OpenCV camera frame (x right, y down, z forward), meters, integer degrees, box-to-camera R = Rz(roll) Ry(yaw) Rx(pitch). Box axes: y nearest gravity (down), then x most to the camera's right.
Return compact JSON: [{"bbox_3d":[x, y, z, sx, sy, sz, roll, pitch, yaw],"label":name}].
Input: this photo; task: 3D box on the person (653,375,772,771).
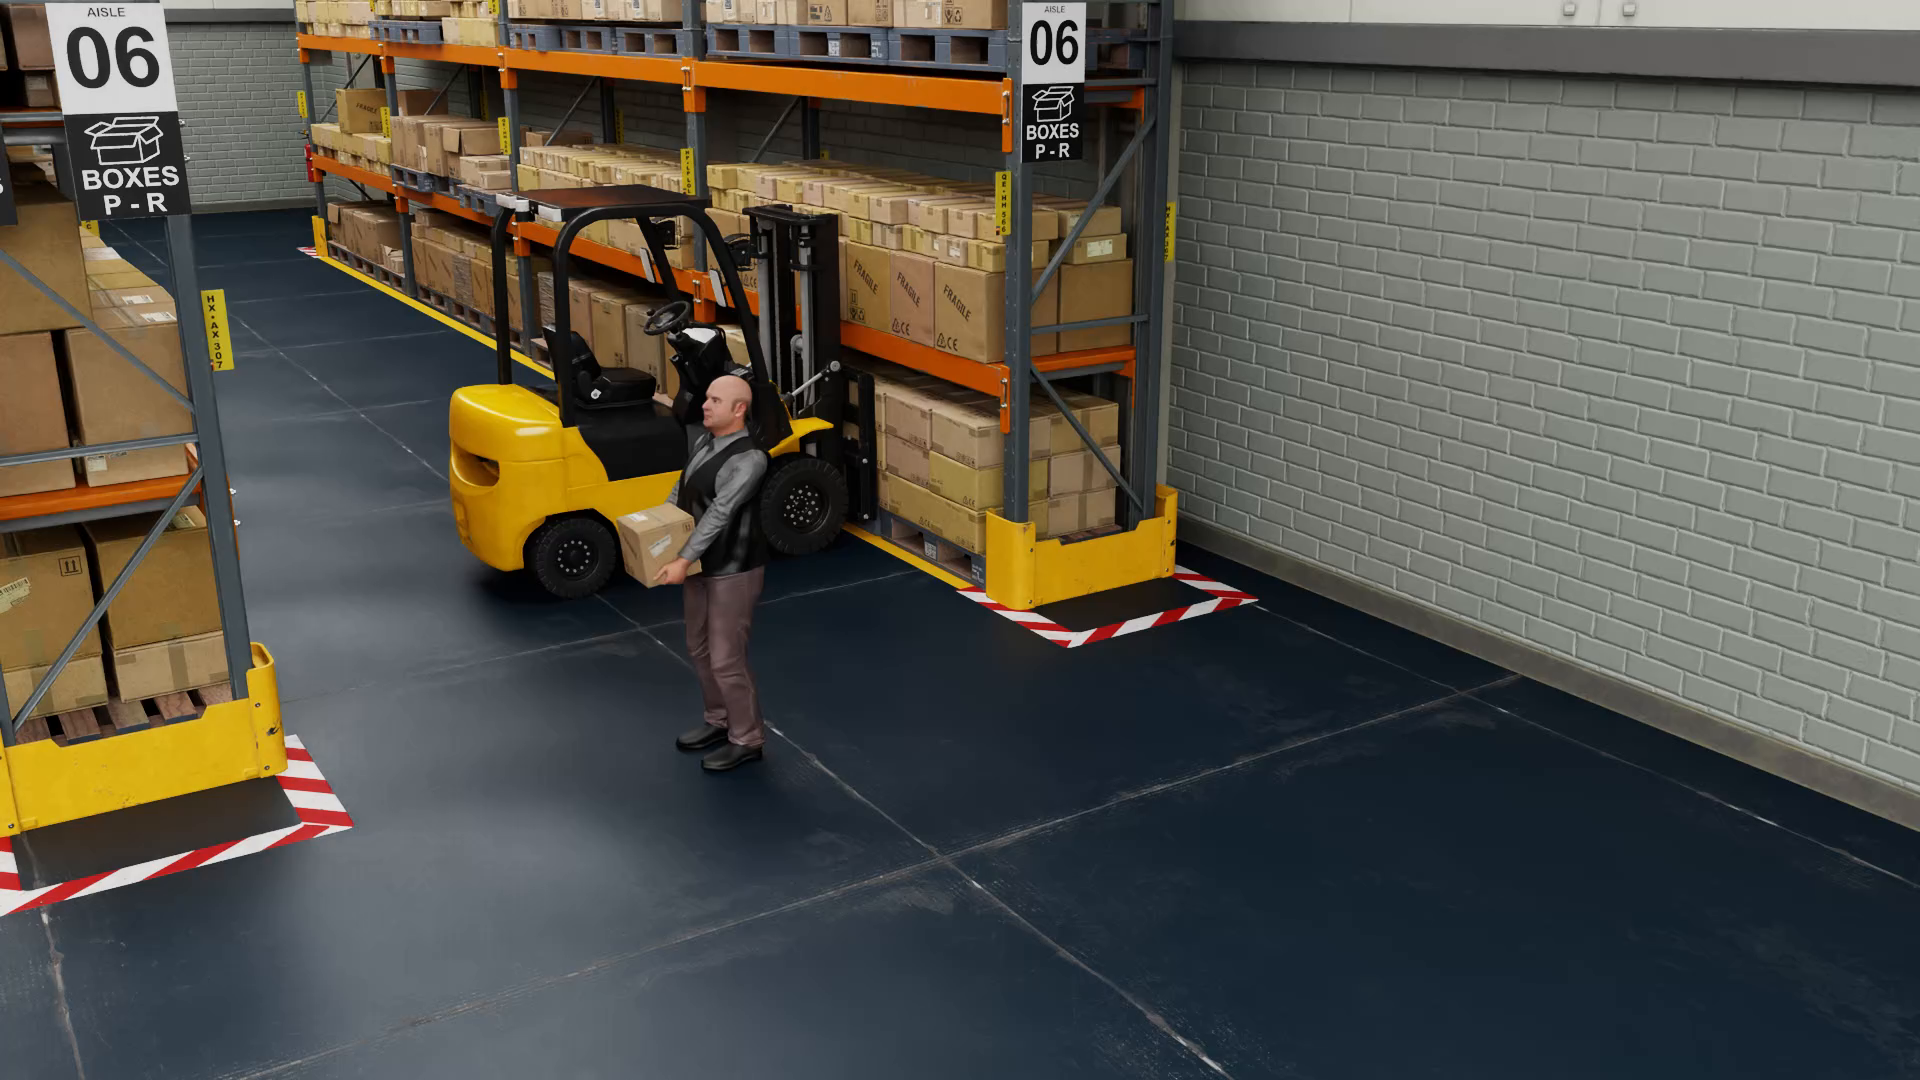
[{"bbox_3d":[-1.100,0.150,7.145,0.551,1.711,0.494,-11,21,-31],"label":"person"}]
